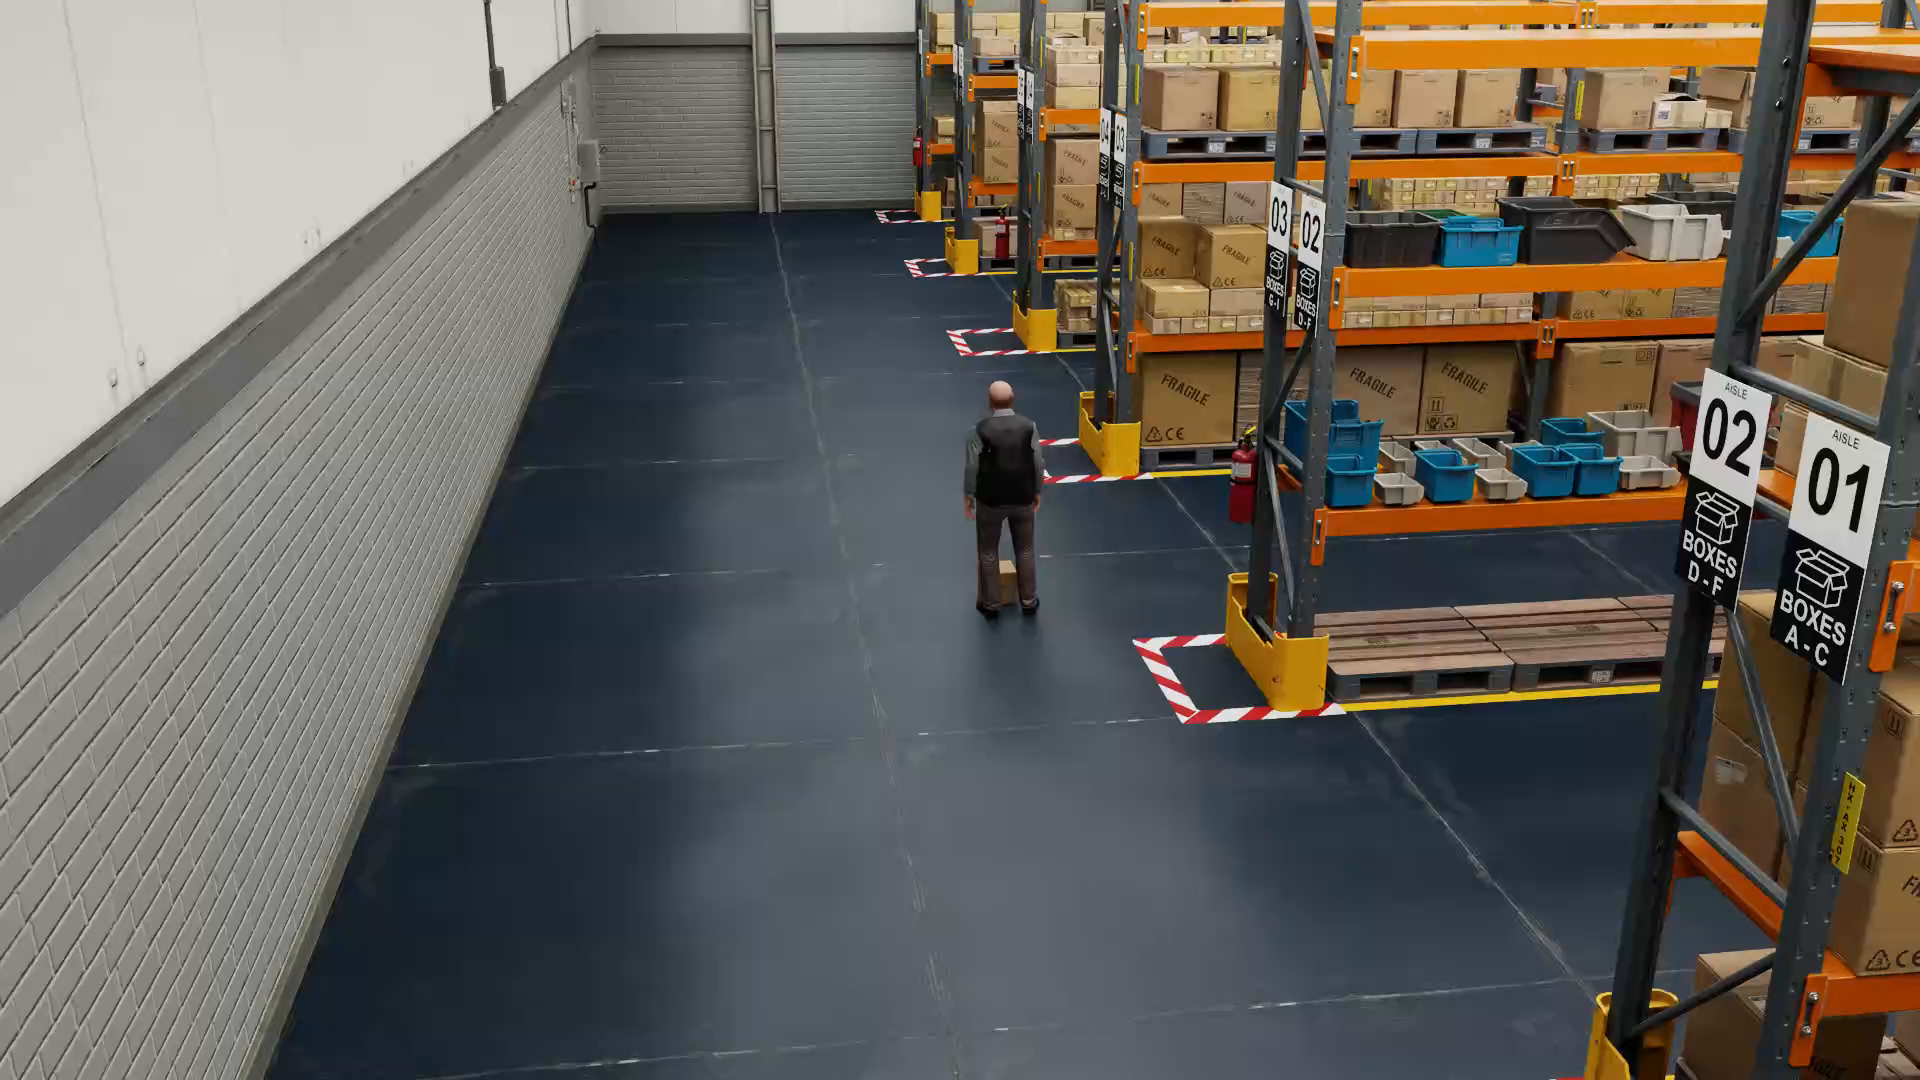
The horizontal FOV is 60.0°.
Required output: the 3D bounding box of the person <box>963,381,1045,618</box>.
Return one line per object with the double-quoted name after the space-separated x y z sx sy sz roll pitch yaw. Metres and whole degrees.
0.318 -0.280 11.881 0.594 1.722 0.414 -4 20 -11 "person"
